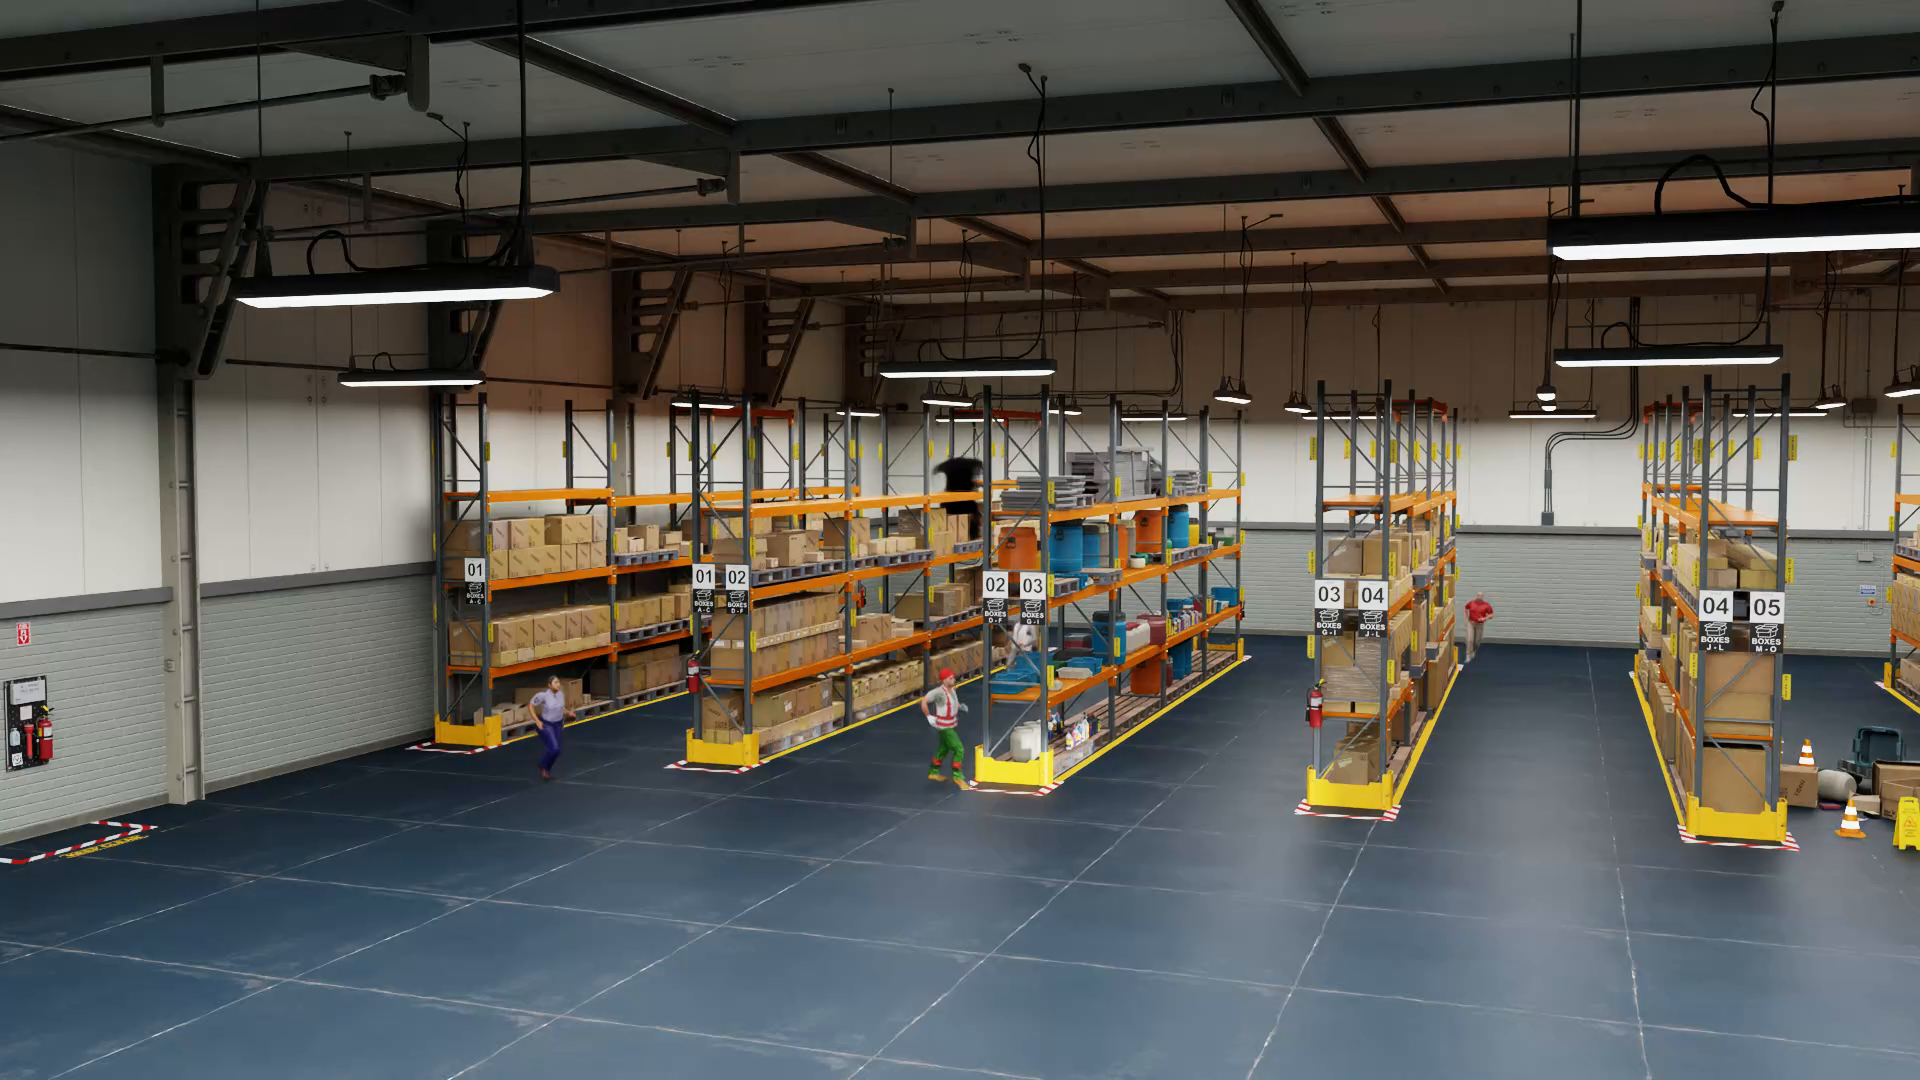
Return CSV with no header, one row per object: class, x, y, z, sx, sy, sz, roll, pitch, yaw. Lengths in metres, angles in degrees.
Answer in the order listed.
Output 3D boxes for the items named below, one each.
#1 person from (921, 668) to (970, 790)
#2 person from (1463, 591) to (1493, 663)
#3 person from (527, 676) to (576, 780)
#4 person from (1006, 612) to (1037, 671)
person,-0.237,2.803,24.611,0.726,1.825,0.745,1,3,24
person,12.348,2.067,39.659,0.704,1.708,0.844,1,3,23
person,-6.191,2.863,25.239,0.662,1.589,0.611,2,4,34
person,1.319,2.280,34.959,0.697,1.719,0.791,2,4,37
